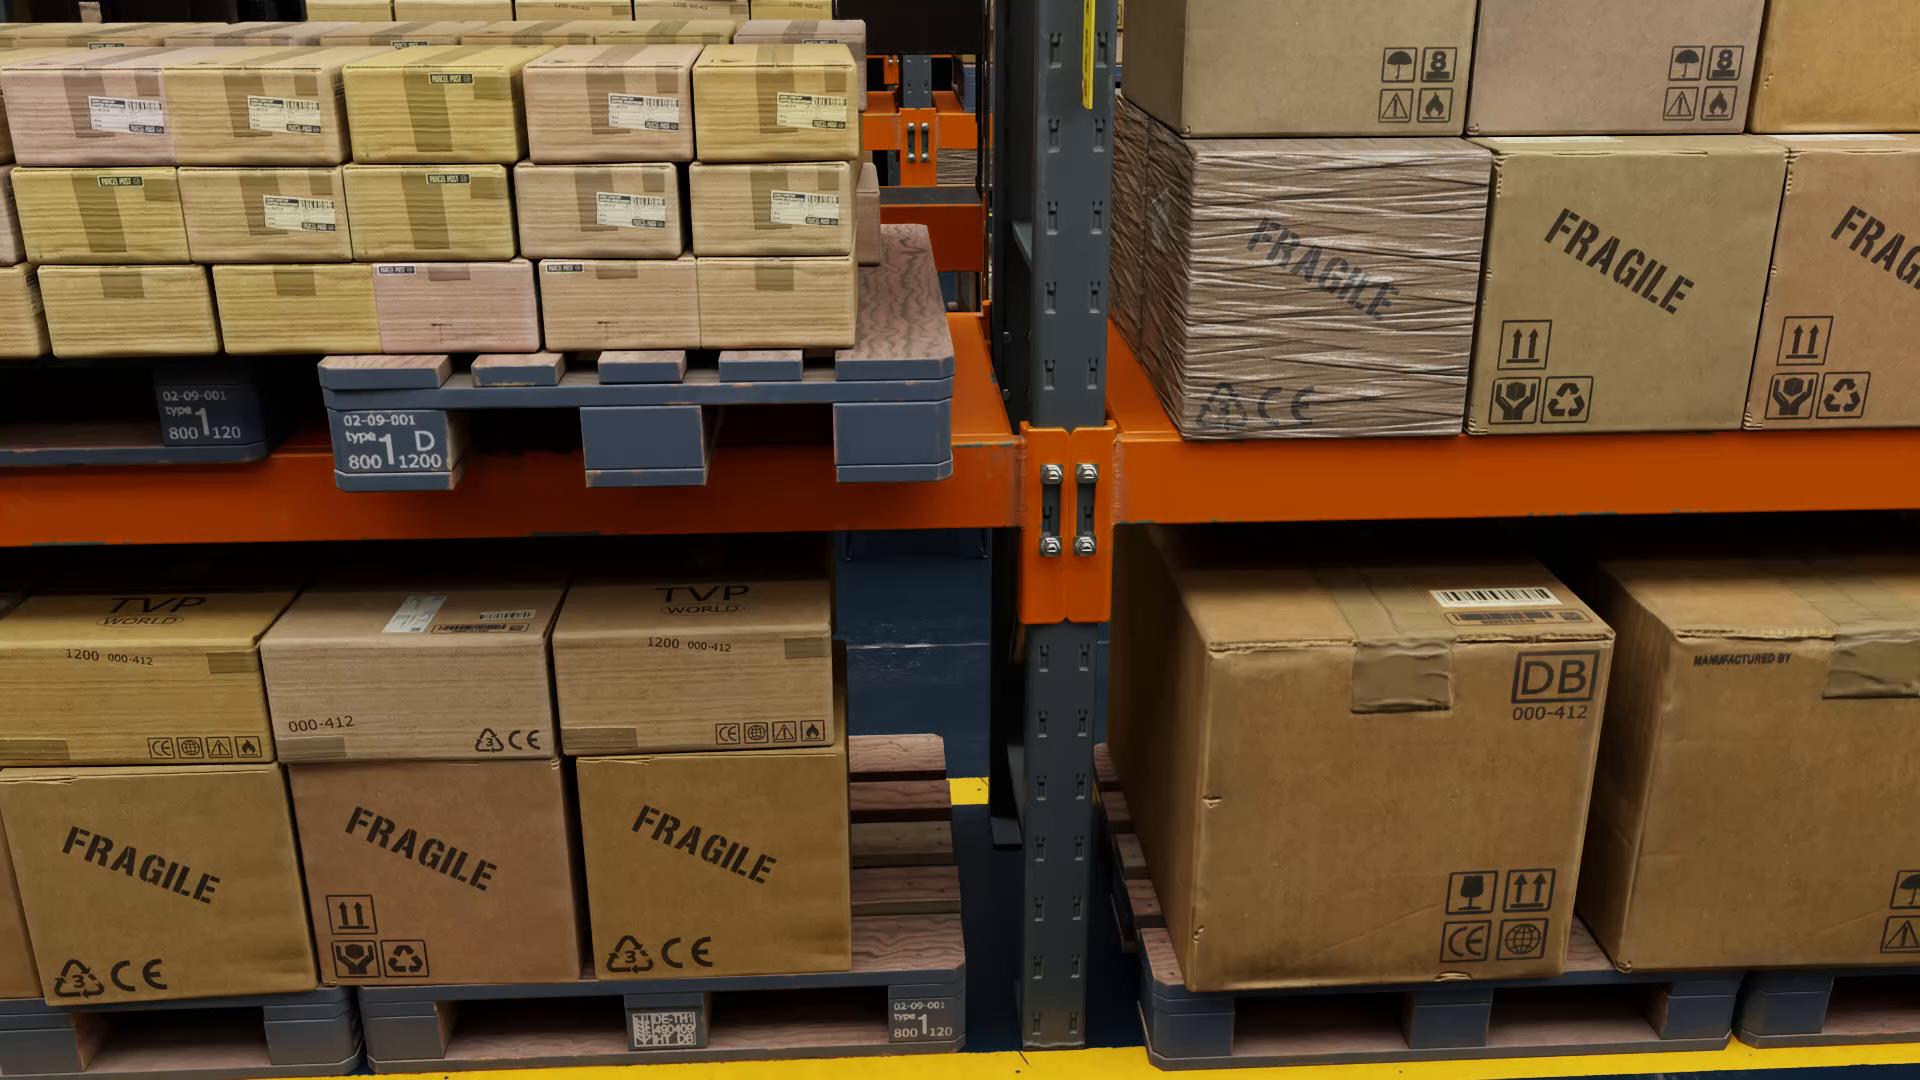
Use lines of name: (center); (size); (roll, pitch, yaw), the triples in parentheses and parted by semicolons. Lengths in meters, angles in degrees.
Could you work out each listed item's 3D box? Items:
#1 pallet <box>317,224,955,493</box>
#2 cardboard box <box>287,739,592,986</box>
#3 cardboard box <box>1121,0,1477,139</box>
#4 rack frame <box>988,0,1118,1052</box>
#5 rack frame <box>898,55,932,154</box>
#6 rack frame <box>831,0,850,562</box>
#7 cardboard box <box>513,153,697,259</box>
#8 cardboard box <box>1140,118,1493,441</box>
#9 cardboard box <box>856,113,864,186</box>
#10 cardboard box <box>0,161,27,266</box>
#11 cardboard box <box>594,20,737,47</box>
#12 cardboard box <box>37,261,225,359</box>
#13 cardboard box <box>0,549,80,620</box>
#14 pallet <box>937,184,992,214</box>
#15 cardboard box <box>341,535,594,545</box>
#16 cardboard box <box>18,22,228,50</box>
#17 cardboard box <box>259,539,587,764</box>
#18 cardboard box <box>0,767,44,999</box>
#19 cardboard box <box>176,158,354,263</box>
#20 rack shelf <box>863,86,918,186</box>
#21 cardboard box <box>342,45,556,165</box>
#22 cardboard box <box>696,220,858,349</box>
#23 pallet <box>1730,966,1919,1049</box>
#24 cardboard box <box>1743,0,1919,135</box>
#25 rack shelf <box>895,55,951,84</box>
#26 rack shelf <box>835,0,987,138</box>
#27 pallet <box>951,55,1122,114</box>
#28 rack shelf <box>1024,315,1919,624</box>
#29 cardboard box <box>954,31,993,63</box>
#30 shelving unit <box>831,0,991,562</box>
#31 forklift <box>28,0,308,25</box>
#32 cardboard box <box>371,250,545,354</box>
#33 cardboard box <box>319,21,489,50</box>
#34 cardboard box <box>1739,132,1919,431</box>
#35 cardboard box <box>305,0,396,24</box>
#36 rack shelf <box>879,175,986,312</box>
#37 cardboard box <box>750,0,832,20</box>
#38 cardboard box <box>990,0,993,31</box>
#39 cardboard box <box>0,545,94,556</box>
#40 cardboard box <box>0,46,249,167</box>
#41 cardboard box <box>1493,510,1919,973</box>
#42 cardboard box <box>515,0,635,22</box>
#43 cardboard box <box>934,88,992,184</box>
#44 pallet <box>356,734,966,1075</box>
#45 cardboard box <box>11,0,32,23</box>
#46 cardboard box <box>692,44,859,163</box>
pallet: (-0.542, -0.397, 3.217); (1.003, 0.211, 1.213); (-1, 21, -3)
cardboard box: (-0.997, 0.549, 3.387); (0.500, 0.500, 0.500); (0, 21, -1)
cardboard box: (0.612, -1.058, 3.139); (0.500, 0.500, 0.700); (-1, 21, -3)
rack frame: (0.164, -0.539, 3.320); (0.127, 3.000, 1.000); (-1, 21, -3)
rack frame: (-0.220, -2.295, 7.933); (0.127, 3.000, 1.000); (-1, 21, -3)
rack frame: (-0.409, -0.973, 5.726); (0.015, 2.100, 0.400); (-1, 21, -3)
cardboard box: (-0.570, -0.579, 2.770); (0.250, 0.149, 0.380); (0, 21, -1)
cardboard box: (0.627, -0.499, 3.075); (0.500, 0.500, 0.500); (-1, 21, -2)
cardboard box: (-0.330, -0.818, 3.399); (0.250, 0.149, 0.380); (0, 21, -1)
cardboard box: (-1.591, -0.558, 2.715); (0.250, 0.149, 0.380); (-1, 21, -2)
cardboard box: (-0.577, -0.949, 3.324); (0.250, 0.149, 0.380); (-2, 21, -5)
cardboard box: (-1.325, -0.425, 2.784); (0.250, 0.149, 0.380); (-2, 21, -5)
cardboard box: (-2.036, 0.222, 3.190); (0.500, 0.250, 0.500); (0, 21, -1)
pallet: (0.317, -2.758, 13.068); (1.213, 0.211, 1.003); (-1, 21, -3)
cardboard box: (-1.045, 0.021, 3.719); (0.500, 0.250, 0.500); (-1, 21, -4)
cardboard box: (-1.621, -0.928, 3.269); (0.250, 0.149, 0.380); (-1, 21, -1)
cardboard box: (-1.008, 0.204, 3.239); (0.500, 0.250, 0.500); (-1, 21, -2)
cardboard box: (-2.027, 0.567, 3.339); (0.500, 0.500, 0.500); (-1, 21, -2)
cardboard box: (-1.082, -0.568, 2.741); (0.250, 0.149, 0.380); (-1, 21, -3)
rack shelf: (-2.217, -1.918, 7.955); (4.000, 0.370, 1.077); (-1, 21, -3)
cardboard box: (-0.812, -0.713, 2.705); (0.250, 0.149, 0.380); (-1, 21, -1)
cardboard box: (-0.303, -0.444, 2.835); (0.250, 0.149, 0.380); (-1, 21, -2)
pallet: (2.170, 0.751, 3.850); (1.213, 0.211, 1.003); (-1, 21, -3)
cardboard box: (1.629, -1.080, 3.197); (0.500, 0.500, 0.700); (-1, 21, -4)
rack shelf: (1.490, -3.763, 12.799); (4.000, 0.370, 1.077); (-1, 21, -3)
rack shelf: (-0.165, -1.619, 5.494); (0.480, 0.518, 0.431); (-1, 21, -3)
pallet: (0.485, -2.258, 8.105); (1.003, 0.211, 1.213); (-1, 21, -3)
rack shelf: (2.160, -0.243, 3.555); (4.000, 0.370, 1.077); (-1, 21, -3)
cardboard box: (0.115, -2.315, 7.747); (0.250, 0.149, 0.380); (-2, 21, -6)
shelving unit: (-0.165, -0.978, 5.739); (0.503, 2.100, 0.431); (-1, 21, -3)
forklift: (-2.885, -1.274, 5.348); (3.031, 2.935, 1.130); (-2, 21, -5)
cardboard box: (-0.808, -0.435, 2.809); (0.250, 0.149, 0.380); (-1, 21, -2)
cardboard box: (-1.087, -0.940, 3.301); (0.250, 0.149, 0.380); (-2, 21, -5)
cardboard box: (1.638, -0.520, 3.131); (0.500, 0.500, 0.500); (-1, 21, -3)
cardboard box: (-2.734, -2.308, 7.474); (0.500, 0.250, 0.500); (-1, 21, -2)
rack shelf: (-0.165, -0.965, 5.743); (0.480, 0.518, 0.431); (-1, 21, -3)
cardboard box: (-0.689, -2.359, 7.608); (0.500, 0.250, 0.500); (-1, 21, -3)
cardboard box: (0.243, -2.604, 7.596); (0.500, 0.500, 0.500); (-2, 21, -5)
cardboard box: (-2.060, 0.038, 3.676); (0.500, 0.250, 0.500); (-2, 21, -5)
cardboard box: (-1.319, -0.704, 2.680); (0.250, 0.149, 0.380); (-1, 21, -3)
cardboard box: (1.649, 0.317, 3.644); (0.750, 0.750, 1.050); (-1, 21, -2)
cardboard box: (-1.711, -2.329, 7.531); (0.500, 0.250, 0.500); (-2, 21, -4)
cardboard box: (0.116, -3.153, 12.933); (0.625, 0.625, 0.875); (-1, 21, -1)
pallet: (-0.617, 0.780, 3.776); (1.213, 0.211, 1.003); (-1, 21, -3)
cardboard box: (-4.697, -2.344, 7.922); (0.500, 0.500, 0.500); (0, 21, -1)
cardboard box: (-0.300, -0.723, 2.731); (0.250, 0.149, 0.380); (-2, 21, -5)
